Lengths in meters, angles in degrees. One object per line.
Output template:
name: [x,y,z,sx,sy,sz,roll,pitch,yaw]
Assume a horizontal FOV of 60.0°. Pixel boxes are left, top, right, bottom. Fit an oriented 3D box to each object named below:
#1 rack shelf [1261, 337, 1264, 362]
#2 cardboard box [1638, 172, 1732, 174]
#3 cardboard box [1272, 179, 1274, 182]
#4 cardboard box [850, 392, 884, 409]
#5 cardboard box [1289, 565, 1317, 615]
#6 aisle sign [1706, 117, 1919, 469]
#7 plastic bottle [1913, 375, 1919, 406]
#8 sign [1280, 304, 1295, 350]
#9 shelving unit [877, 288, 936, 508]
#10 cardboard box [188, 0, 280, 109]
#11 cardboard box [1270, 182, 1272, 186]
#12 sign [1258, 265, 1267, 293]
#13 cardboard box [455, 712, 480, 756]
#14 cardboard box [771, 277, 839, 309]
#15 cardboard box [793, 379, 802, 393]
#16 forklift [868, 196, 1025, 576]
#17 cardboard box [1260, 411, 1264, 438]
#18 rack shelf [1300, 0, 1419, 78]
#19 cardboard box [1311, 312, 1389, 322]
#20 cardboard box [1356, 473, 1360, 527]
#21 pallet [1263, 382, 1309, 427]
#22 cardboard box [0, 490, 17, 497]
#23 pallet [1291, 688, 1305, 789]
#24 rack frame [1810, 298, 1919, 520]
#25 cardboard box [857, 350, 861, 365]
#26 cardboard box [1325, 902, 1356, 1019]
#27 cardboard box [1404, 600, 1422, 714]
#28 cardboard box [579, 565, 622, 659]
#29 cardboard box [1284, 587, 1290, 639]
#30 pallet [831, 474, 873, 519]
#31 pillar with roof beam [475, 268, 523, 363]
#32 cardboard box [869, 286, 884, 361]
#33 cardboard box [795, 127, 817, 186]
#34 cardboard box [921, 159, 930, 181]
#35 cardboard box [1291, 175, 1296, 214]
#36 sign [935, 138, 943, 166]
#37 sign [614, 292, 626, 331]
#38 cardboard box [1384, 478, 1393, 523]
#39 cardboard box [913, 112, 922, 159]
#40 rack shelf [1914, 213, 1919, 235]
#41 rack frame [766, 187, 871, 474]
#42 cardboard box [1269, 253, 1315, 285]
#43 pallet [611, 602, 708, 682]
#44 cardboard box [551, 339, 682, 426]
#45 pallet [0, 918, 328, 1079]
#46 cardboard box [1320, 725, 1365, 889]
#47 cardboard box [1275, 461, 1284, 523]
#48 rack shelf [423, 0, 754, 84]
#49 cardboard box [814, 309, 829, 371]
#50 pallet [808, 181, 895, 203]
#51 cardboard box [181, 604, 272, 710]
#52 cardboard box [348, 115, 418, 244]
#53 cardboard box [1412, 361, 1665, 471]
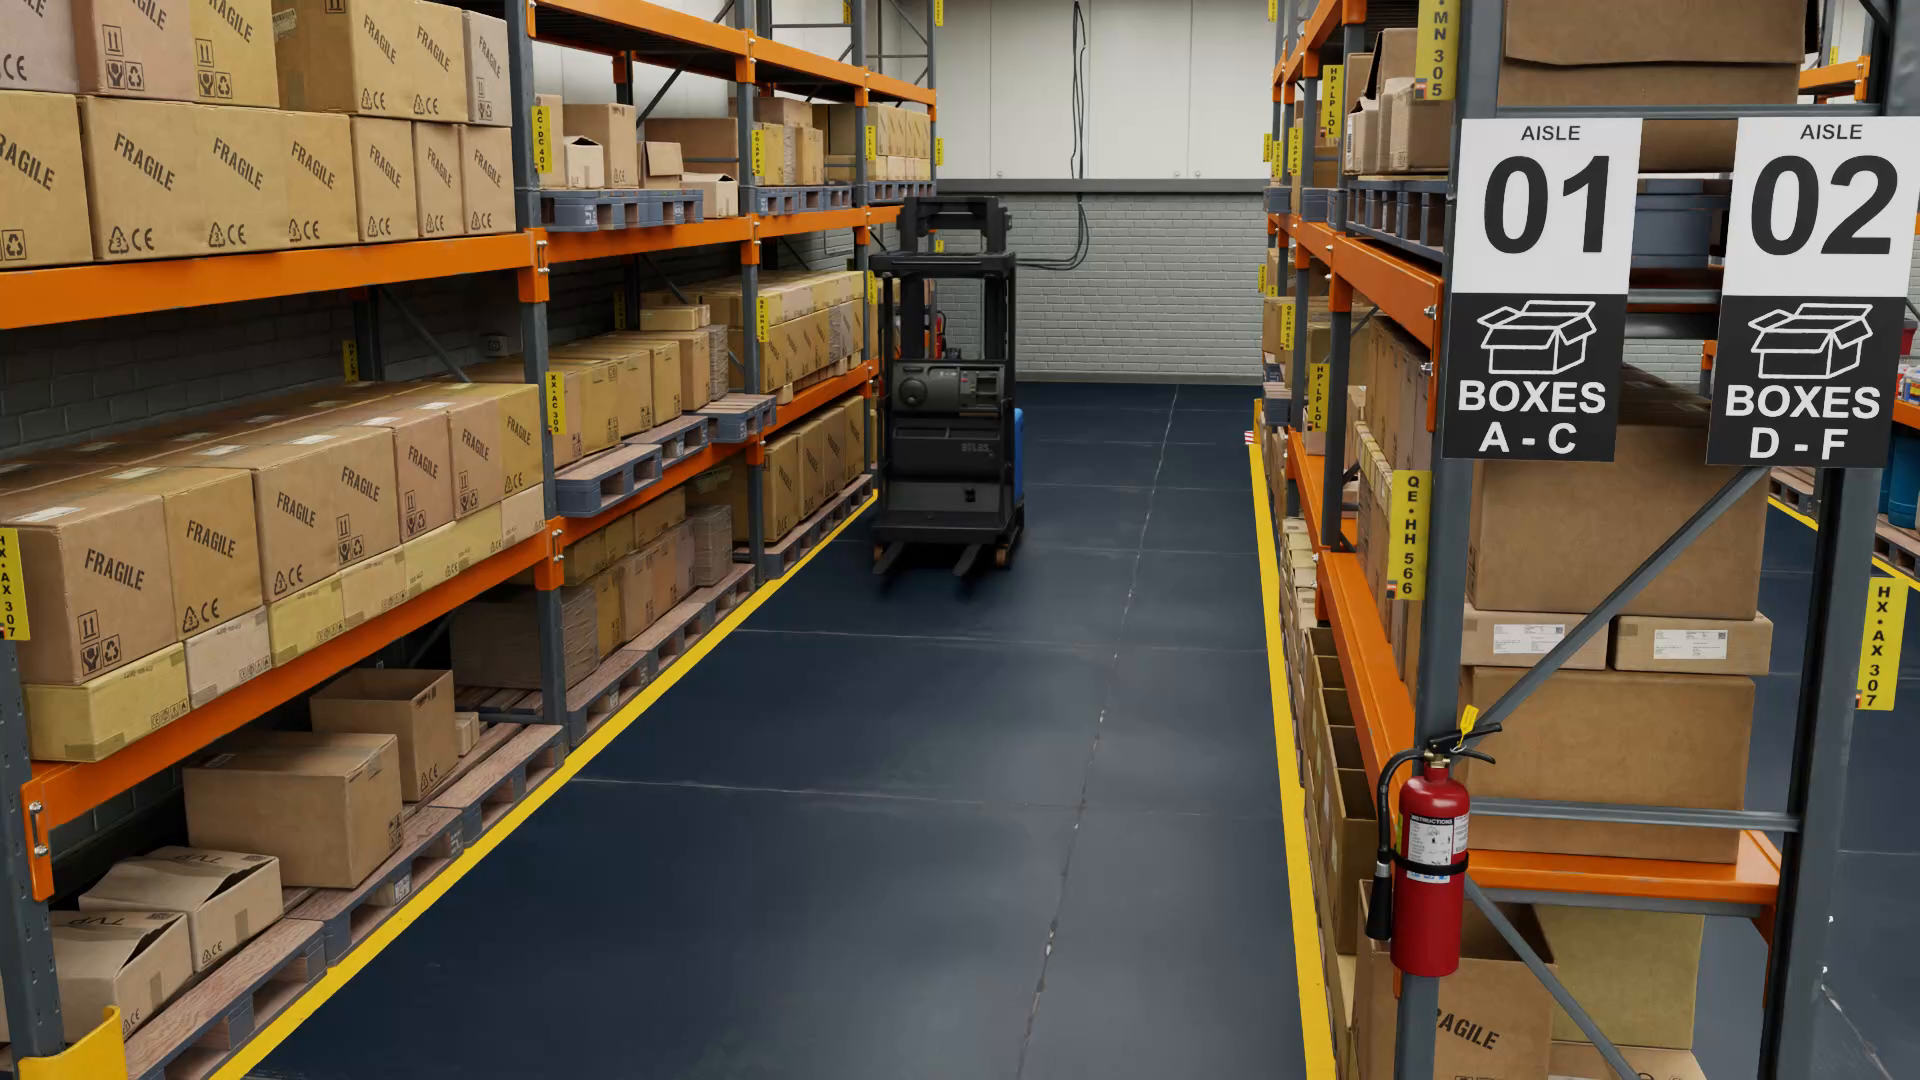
rack shelf: [3.801,-1.871,17.762,1.077,0.370,4.000,2,12,9]
cardboard box: [2.173,-1.434,5.341,0.500,0.500,0.500,2,12,9]
cardboard box: [3.618,-3.970,17.842,0.500,0.250,0.500,2,12,9]
cardboard box: [-0.953,-1.484,17.657,0.380,0.149,0.250,2,12,11]
cardboard box: [2.276,0.313,10.118,0.500,0.311,0.500,2,12,8]
aisle sign: [1.940,-0.555,3.780,0.394,0.787,0.004,2,12,9]
plastic bottle: [7.702,-1.213,13.310,0.097,0.271,0.097,0,12,0]
sign: [2.340,-1.516,11.850,0.100,0.325,0.005,2,12,9]
shelving unit: [-0.491,-1.251,15.316,0.431,2.100,0.503,-4,13,-16]
cardboard box: [-2.753,-1.764,5.780,0.500,0.500,0.500,2,12,10]
cardboard box: [3.689,-3.830,18.379,0.500,0.250,0.500,2,12,9]
sign: [3.572,-3.080,19.608,0.100,0.325,0.005,2,12,9]
cardboard box: [-2.685,0.982,8.499,0.380,0.166,0.250,0,12,1]
cardboard box: [-1.388,-2.219,14.898,0.500,0.250,0.500,2,12,10]
cardboard box: [-1.567,-1.350,14.187,0.380,0.149,0.250,2,12,10]
forklift: [-0.120,-1.280,13.475,1.130,2.935,3.031,2,12,7]
cardboard box: [3.668,-1.302,18.896,0.500,0.250,0.500,2,12,9]
rack shelf: [2.571,-2.943,9.445,1.077,0.370,4.000,2,12,9]
cardboard box: [3.193,-1.547,13.316,0.700,0.500,0.500,4,13,19]
cardboard box: [2.296,-0.171,8.525,0.500,0.250,0.500,3,12,12]
pallet: [2.913,-1.023,12.576,1.213,0.211,1.003,2,12,9]
cardboard box: [-3.385,0.124,5.327,0.500,0.500,0.500,2,12,8]
pallet: [2.338,1.068,9.038,1.003,0.211,1.213,2,12,9]
rack frame: [8.387,-1.645,15.006,1.000,3.000,0.127,2,12,9]
cardboard box: [-1.174,-1.773,16.151,0.380,0.149,0.250,2,12,9]
cardboard box: [1.578,1.501,5.939,0.500,0.250,0.500,2,12,9]
cardboard box: [1.890,0.333,5.589,0.700,0.500,0.500,2,12,9]
cardboard box: [-2.506,0.443,10.205,0.700,0.500,0.500,2,12,8]
cardboard box: [2.357,0.478,10.686,0.500,0.250,0.500,2,12,7]
pallet: [-1.446,-0.440,16.033,1.003,0.211,1.213,2,12,9]
pillar with roof beam: [1.182,-3.684,10.227,9.100,9.000,0.400,2,12,9]
cardboard box: [-1.302,-2.225,16.986,0.980,0.700,0.700,2,12,10]
cardboard box: [-1.668,-3.399,14.742,0.700,0.500,0.500,2,12,8]
cardboard box: [-0.637,-4.285,19.257,0.500,0.250,0.500,2,12,10]
cardboard box: [3.070,-2.795,12.986,0.910,0.500,0.500,2,12,9]
sign: [-0.253,-4.639,19.863,0.100,0.325,0.005,2,12,9]
sign: [-2.566,-1.717,12.590,0.100,0.325,0.005,2,12,9]
cardboard box: [1.796,-0.135,6.221,0.380,0.149,0.250,2,12,8]
cardboard box: [-0.718,-4.547,18.696,0.500,0.500,0.500,2,12,10]
rack shelf: [8.080,-2.343,12.834,1.077,0.370,4.000,2,12,9]
rack frame: [-1.402,-1.966,16.496,1.000,3.000,0.127,2,12,9]
cardboard box: [3.548,-2.774,17.634,0.500,0.500,0.500,2,12,8]
pallet: [-2.329,0.646,10.996,1.003,0.211,1.213,2,12,9]
cardboard box: [-2.249,-1.039,10.913,0.700,0.500,0.500,2,12,9]
pallet: [-3.076,1.711,6.051,1.003,0.211,1.213,2,12,9]
cardboard box: [1.654,1.030,6.343,0.500,0.500,0.500,2,12,9]
cardboard box: [2.945,-0.386,14.054,0.500,0.500,0.500,1,12,7]
rack shelf: [-2.325,-3.102,10.186,1.077,0.370,4.000,2,12,9]
cardboard box: [-1.450,-1.751,14.507,0.500,0.500,0.500,2,12,10]
pallet: [-1.266,-3.559,16.978,1.003,0.211,1.213,2,12,9]
cardboard box: [-2.793,0.396,5.846,0.500,0.250,0.500,1,12,7]
cardboard box: [-2.604,-1.491,6.887,0.500,0.500,0.500,1,12,6]
cardboard box: [1.893,-0.314,5.512,0.700,0.500,0.500,2,12,9]
